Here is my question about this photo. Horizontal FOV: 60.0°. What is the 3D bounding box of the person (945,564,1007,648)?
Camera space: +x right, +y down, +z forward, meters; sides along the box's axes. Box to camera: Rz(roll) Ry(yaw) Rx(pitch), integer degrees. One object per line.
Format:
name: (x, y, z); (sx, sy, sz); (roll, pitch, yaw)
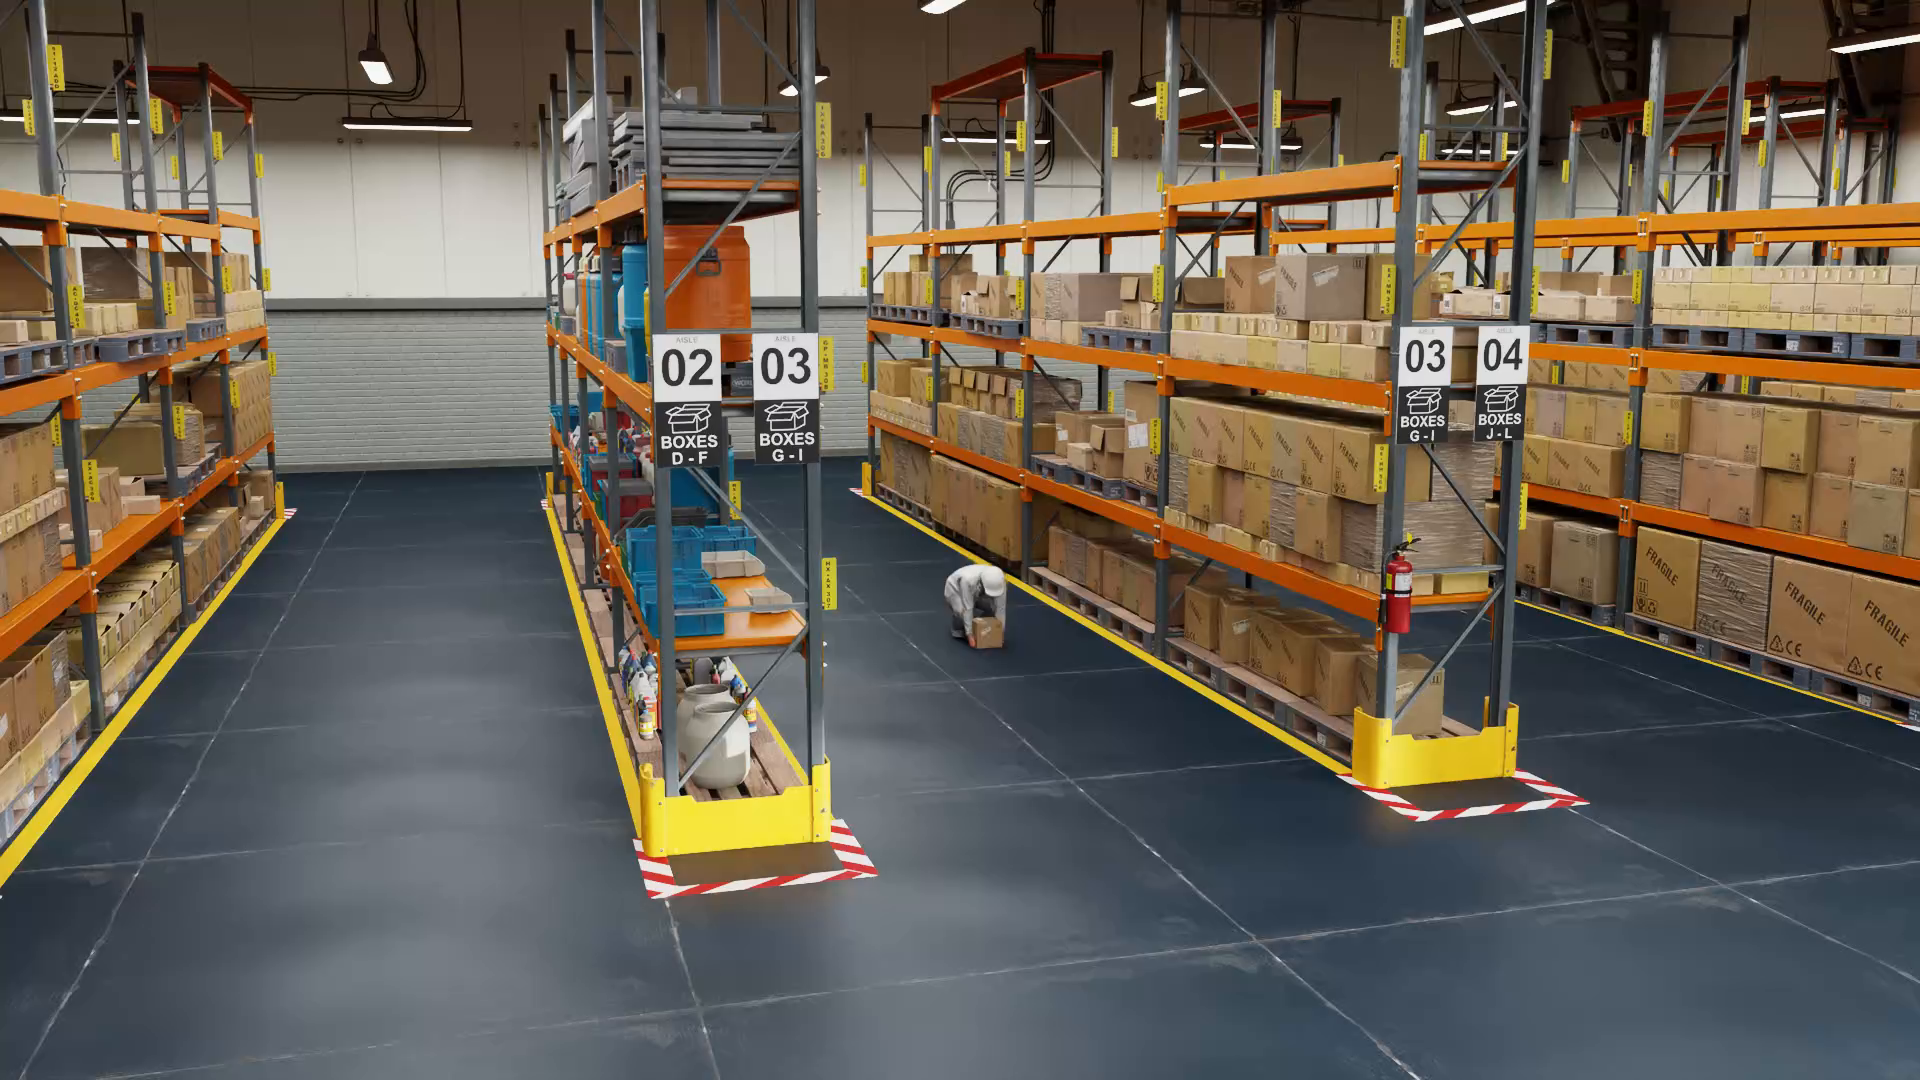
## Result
person: (0.174, 0.628, 16.276); (0.526, 0.870, 0.957); (-3, 10, -16)
